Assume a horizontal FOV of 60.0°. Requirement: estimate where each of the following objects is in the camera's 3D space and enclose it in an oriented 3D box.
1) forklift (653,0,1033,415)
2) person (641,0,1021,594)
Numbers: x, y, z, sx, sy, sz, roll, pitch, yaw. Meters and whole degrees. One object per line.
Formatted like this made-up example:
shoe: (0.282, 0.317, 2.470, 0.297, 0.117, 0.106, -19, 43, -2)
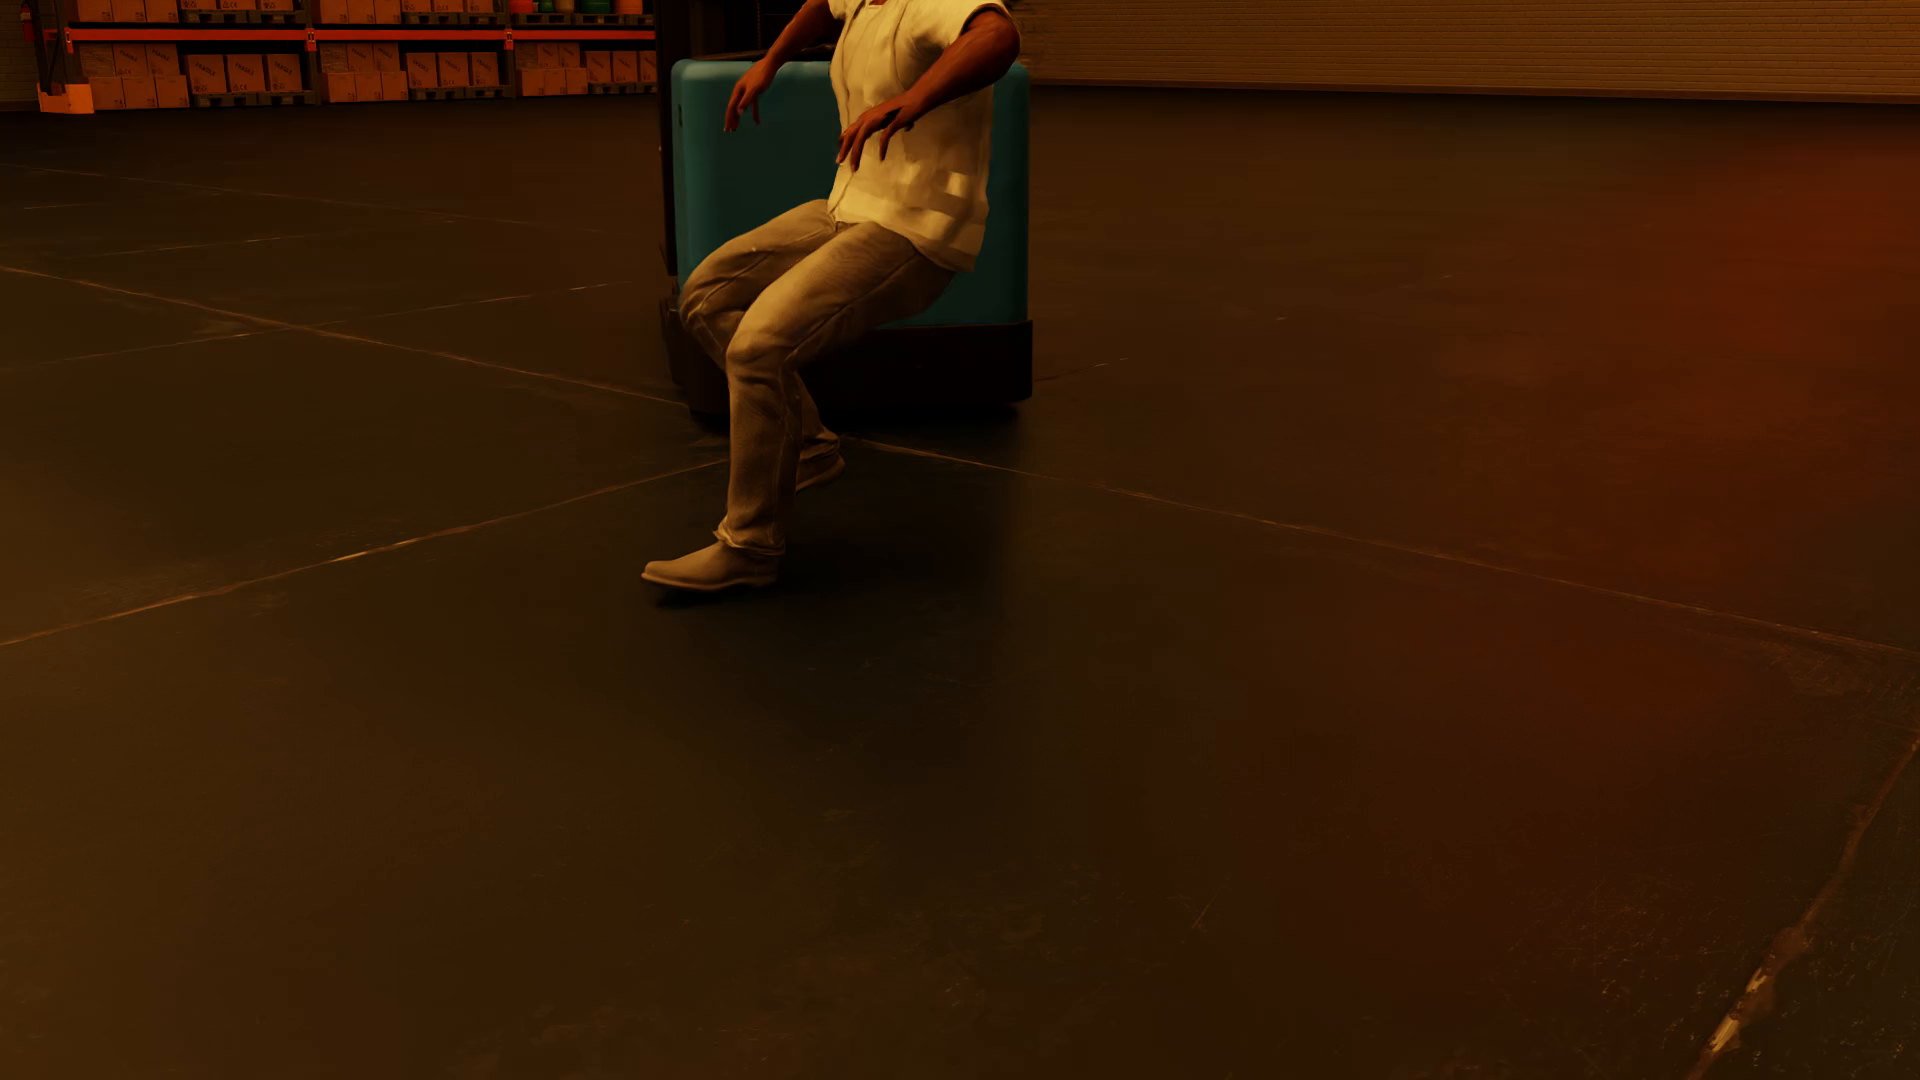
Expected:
forklift: (-0.578, -2.161, 6.014, 1.130, 2.935, 3.031, -3, 17, -11)
person: (-0.333, -0.701, 3.561, 0.851, 1.576, 1.242, -7, 18, -23)
